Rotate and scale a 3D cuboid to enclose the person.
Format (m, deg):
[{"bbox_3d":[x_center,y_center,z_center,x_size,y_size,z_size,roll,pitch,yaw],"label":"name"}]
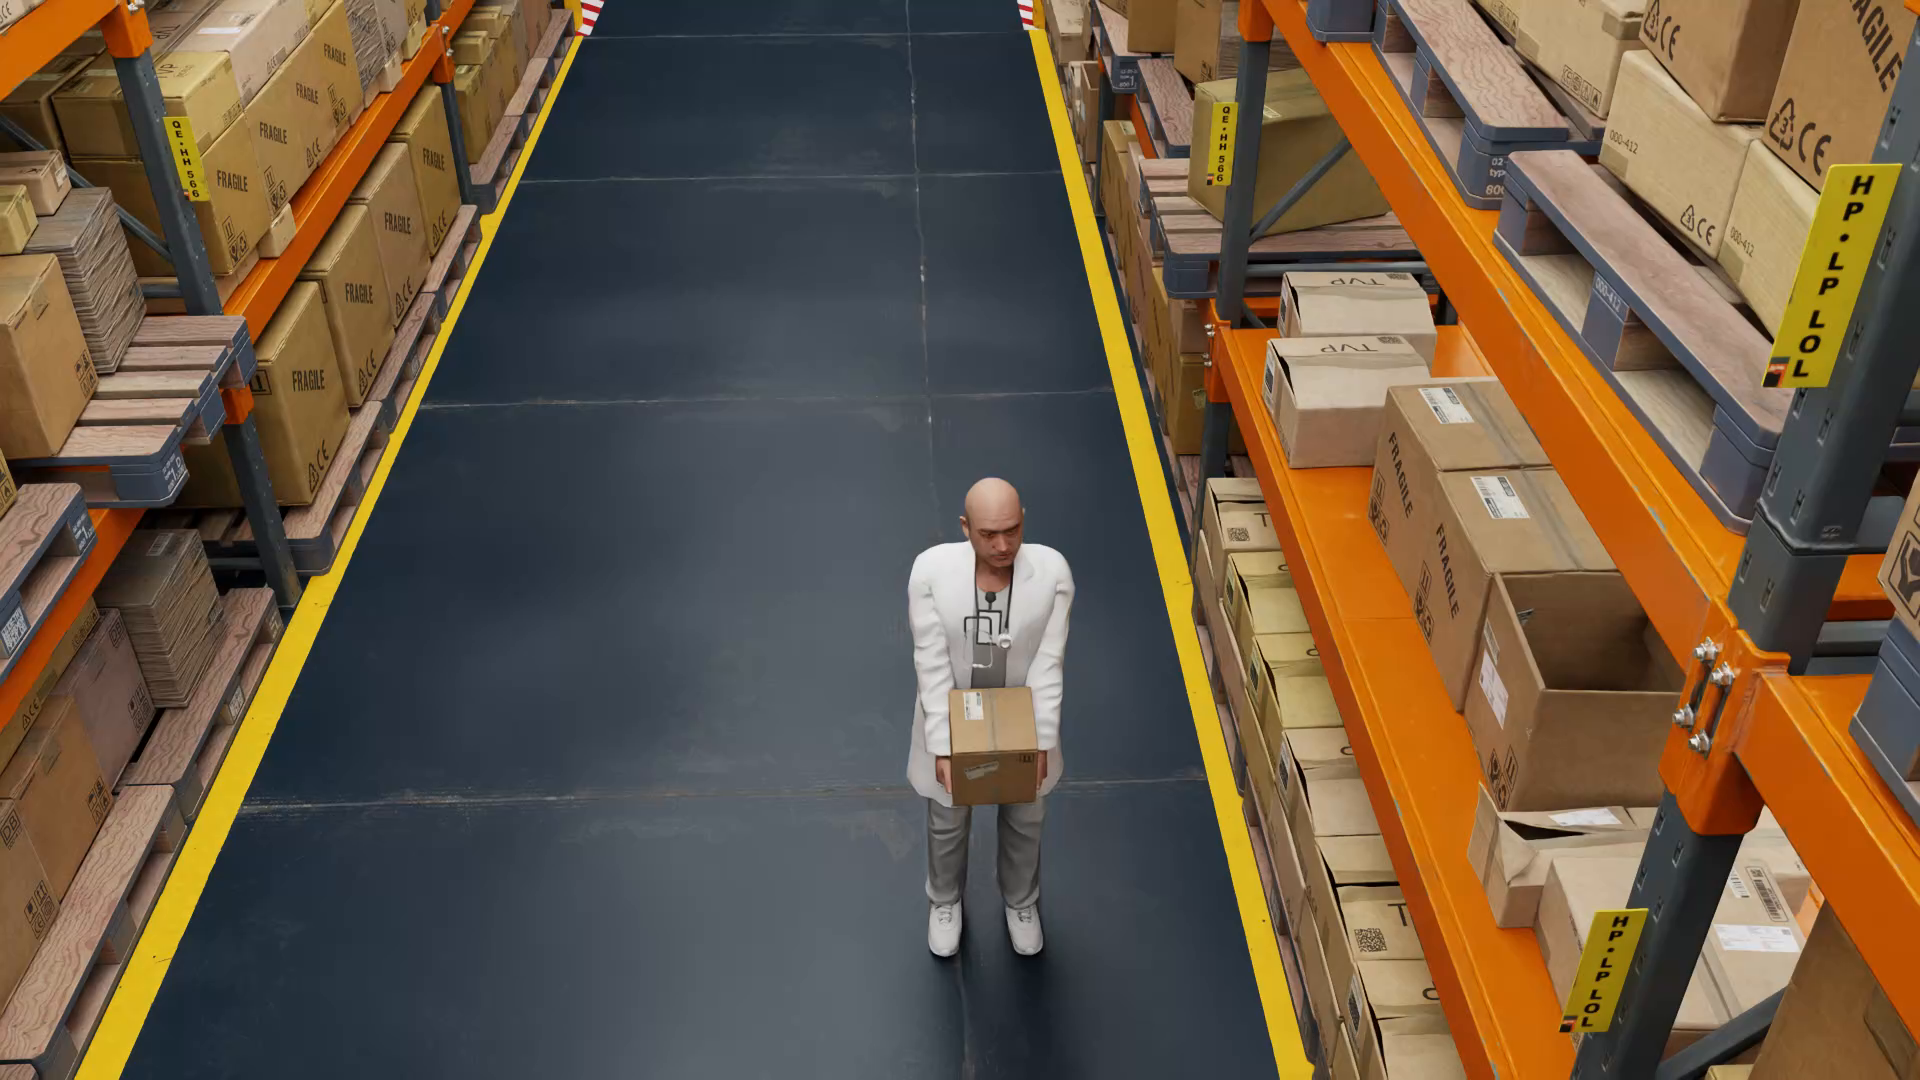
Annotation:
[{"bbox_3d":[0.092,0.637,5.243,0.527,1.780,0.551,-2,35,-3],"label":"person"}]
